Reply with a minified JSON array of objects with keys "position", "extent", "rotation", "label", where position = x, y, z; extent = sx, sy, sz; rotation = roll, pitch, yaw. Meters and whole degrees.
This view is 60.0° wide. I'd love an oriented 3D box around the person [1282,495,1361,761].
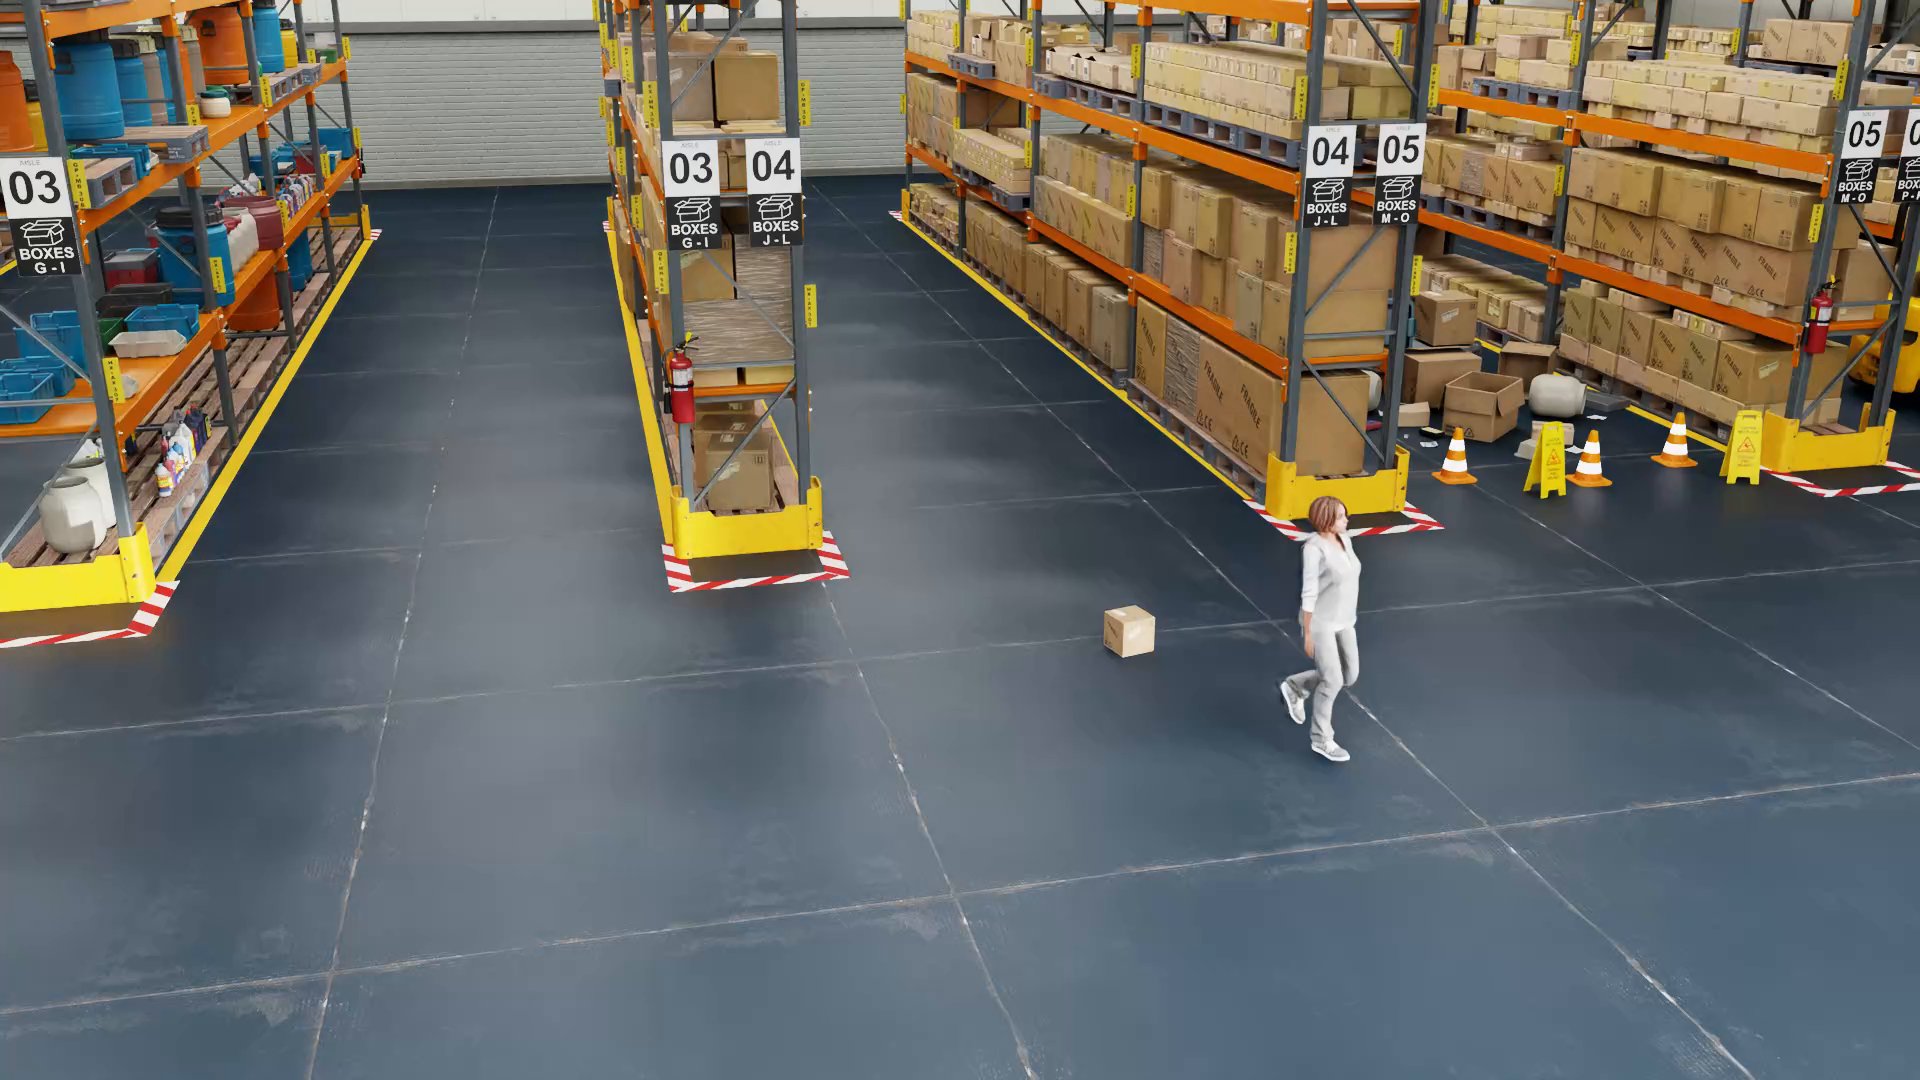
[{"position":[2.112,0.488,9.707],"extent":[0.429,1.562,0.584],"rotation":[-18,27,-41],"label":"person"}]
